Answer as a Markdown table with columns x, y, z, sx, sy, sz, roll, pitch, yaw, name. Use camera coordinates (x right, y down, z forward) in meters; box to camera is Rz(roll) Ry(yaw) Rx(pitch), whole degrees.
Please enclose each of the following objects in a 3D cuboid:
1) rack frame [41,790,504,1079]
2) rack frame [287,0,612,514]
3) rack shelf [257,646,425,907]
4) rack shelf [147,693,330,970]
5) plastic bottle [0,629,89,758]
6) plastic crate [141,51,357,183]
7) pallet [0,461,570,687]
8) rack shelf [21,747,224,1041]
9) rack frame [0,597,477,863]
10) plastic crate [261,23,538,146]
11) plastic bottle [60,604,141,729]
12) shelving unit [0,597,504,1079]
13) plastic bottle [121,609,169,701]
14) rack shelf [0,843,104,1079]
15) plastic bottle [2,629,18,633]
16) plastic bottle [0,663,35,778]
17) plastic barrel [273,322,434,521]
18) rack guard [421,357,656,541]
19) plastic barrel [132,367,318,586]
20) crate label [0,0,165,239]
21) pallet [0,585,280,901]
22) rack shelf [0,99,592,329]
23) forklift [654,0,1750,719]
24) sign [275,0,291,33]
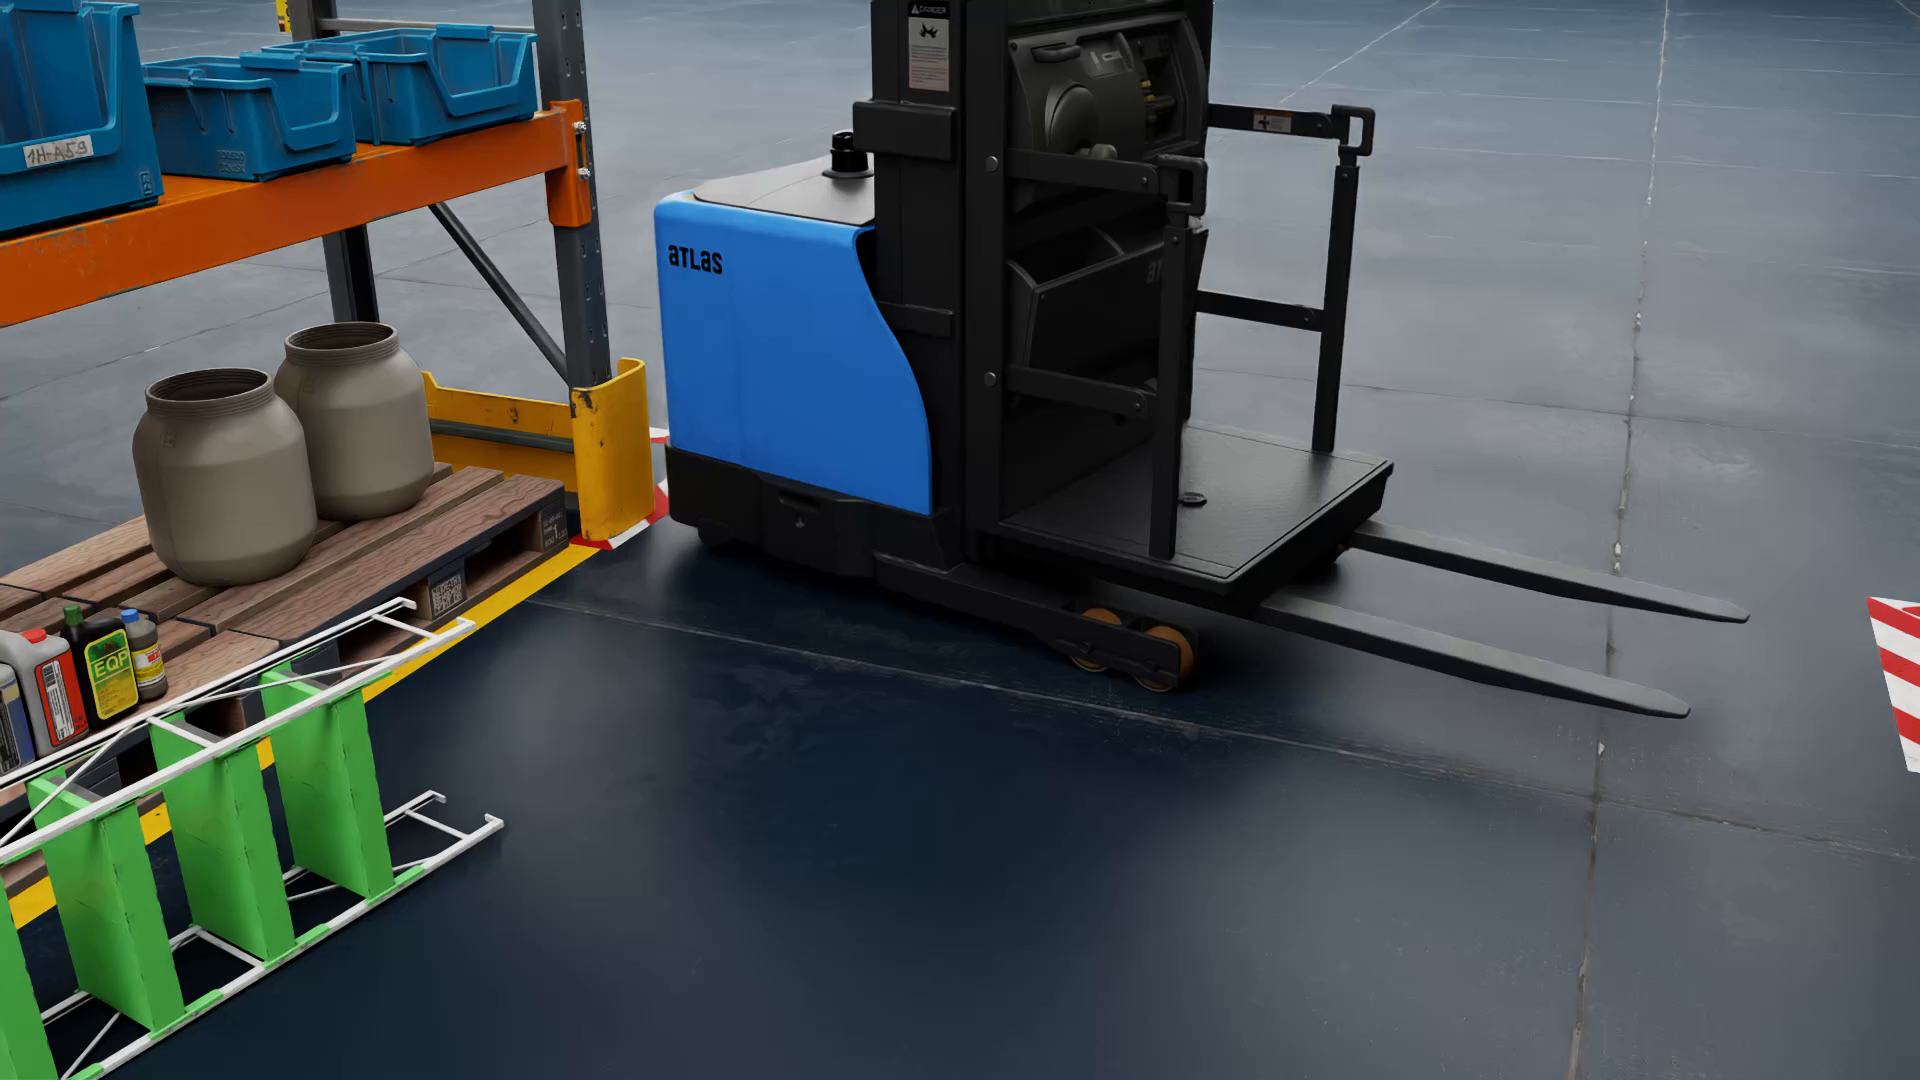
| x | y | z | sx | sy | sz | roll | pitch | yaw | name |
| --- | --- | --- | --- | --- | --- | --- | --- | --- | --- |
| -1.436 | 0.805 | 3.278 | 0.240 | 0.015 | 1.200 | 14 | 27 | 30 | rack frame |
| -1.607 | -1.552 | 5.074 | 1.000 | 3.000 | 0.127 | 9 | 24 | 20 | rack frame |
| -1.273 | 0.478 | 3.414 | 0.258 | 0.480 | 0.148 | 14 | 27 | 30 | rack shelf |
| -1.403 | 0.560 | 3.230 | 0.258 | 0.480 | 0.148 | 14 | 27 | 30 | rack shelf |
| -2.001 | 0.308 | 3.584 | 0.152 | 0.276 | 0.135 | 9 | 24 | 20 | plastic bottle |
| -1.762 | -1.030 | 4.017 | 0.499 | 0.251 | 0.408 | 9 | 24 | 20 | plastic crate |
| -1.898 | 0.059 | 4.836 | 1.003 | 0.211 | 1.213 | 9 | 24 | 20 | pallet |
| -1.534 | 0.641 | 3.045 | 0.258 | 0.480 | 0.148 | 14 | 27 | 30 | rack shelf |
| -1.440 | 0.357 | 3.084 | 0.240 | 0.015 | 1.200 | 14 | 27 | 30 | rack frame |
| -1.515 | -1.261 | 4.571 | 0.499 | 0.251 | 0.616 | 9 | 24 | 20 | plastic crate |
| -1.909 | 0.263 | 3.683 | 0.061 | 0.283 | 0.133 | 9 | 24 | 21 | plastic bottle |
| -1.438 | 0.581 | 3.181 | 0.258 | 0.503 | 1.200 | 14 | 27 | 30 | shelving unit |
| -1.882 | 0.256 | 3.805 | 0.097 | 0.201 | 0.097 | 0 | 23 | 0 | plastic bottle |
| -1.664 | 0.722 | 2.861 | 0.258 | 0.480 | 0.148 | 14 | 27 | 30 | rack shelf |
| -2.100 | 0.290 | 3.618 | 0.061 | 0.283 | 0.133 | 9 | 24 | 20 | plastic bottle |
| -2.053 | 0.358 | 3.465 | 0.152 | 0.276 | 0.135 | 8 | 24 | 19 | plastic bottle |
| -1.780 | -0.351 | 4.882 | 0.421 | 0.512 | 0.421 | 0 | 23 | 0 | plastic barrel |
| -1.591 | -0.365 | 5.474 | 1.175 | 0.500 | 0.348 | 9 | 24 | 20 | rack guard |
| -1.967 | -0.172 | 4.453 | 0.421 | 0.512 | 0.421 | 0 | 23 | 0 | plastic barrel |
| -2.039 | -0.871 | 3.397 | 0.502 | 0.435 | 0.616 | 9 | 24 | 20 | crate label |
| -2.353 | 0.494 | 3.794 | 1.003 | 0.211 | 1.213 | 9 | 24 | 20 | pallet |
| -2.350 | -0.504 | 3.499 | 1.077 | 0.370 | 4.000 | 9 | 24 | 20 | rack shelf |
| 0.579 | -1.192 | 4.300 | 3.031 | 2.935 | 1.130 | 15 | 27 | 32 | forklift |
| -2.116 | -1.760 | 5.213 | 0.100 | 0.325 | 0.005 | 9 | 24 | 20 | sign |
